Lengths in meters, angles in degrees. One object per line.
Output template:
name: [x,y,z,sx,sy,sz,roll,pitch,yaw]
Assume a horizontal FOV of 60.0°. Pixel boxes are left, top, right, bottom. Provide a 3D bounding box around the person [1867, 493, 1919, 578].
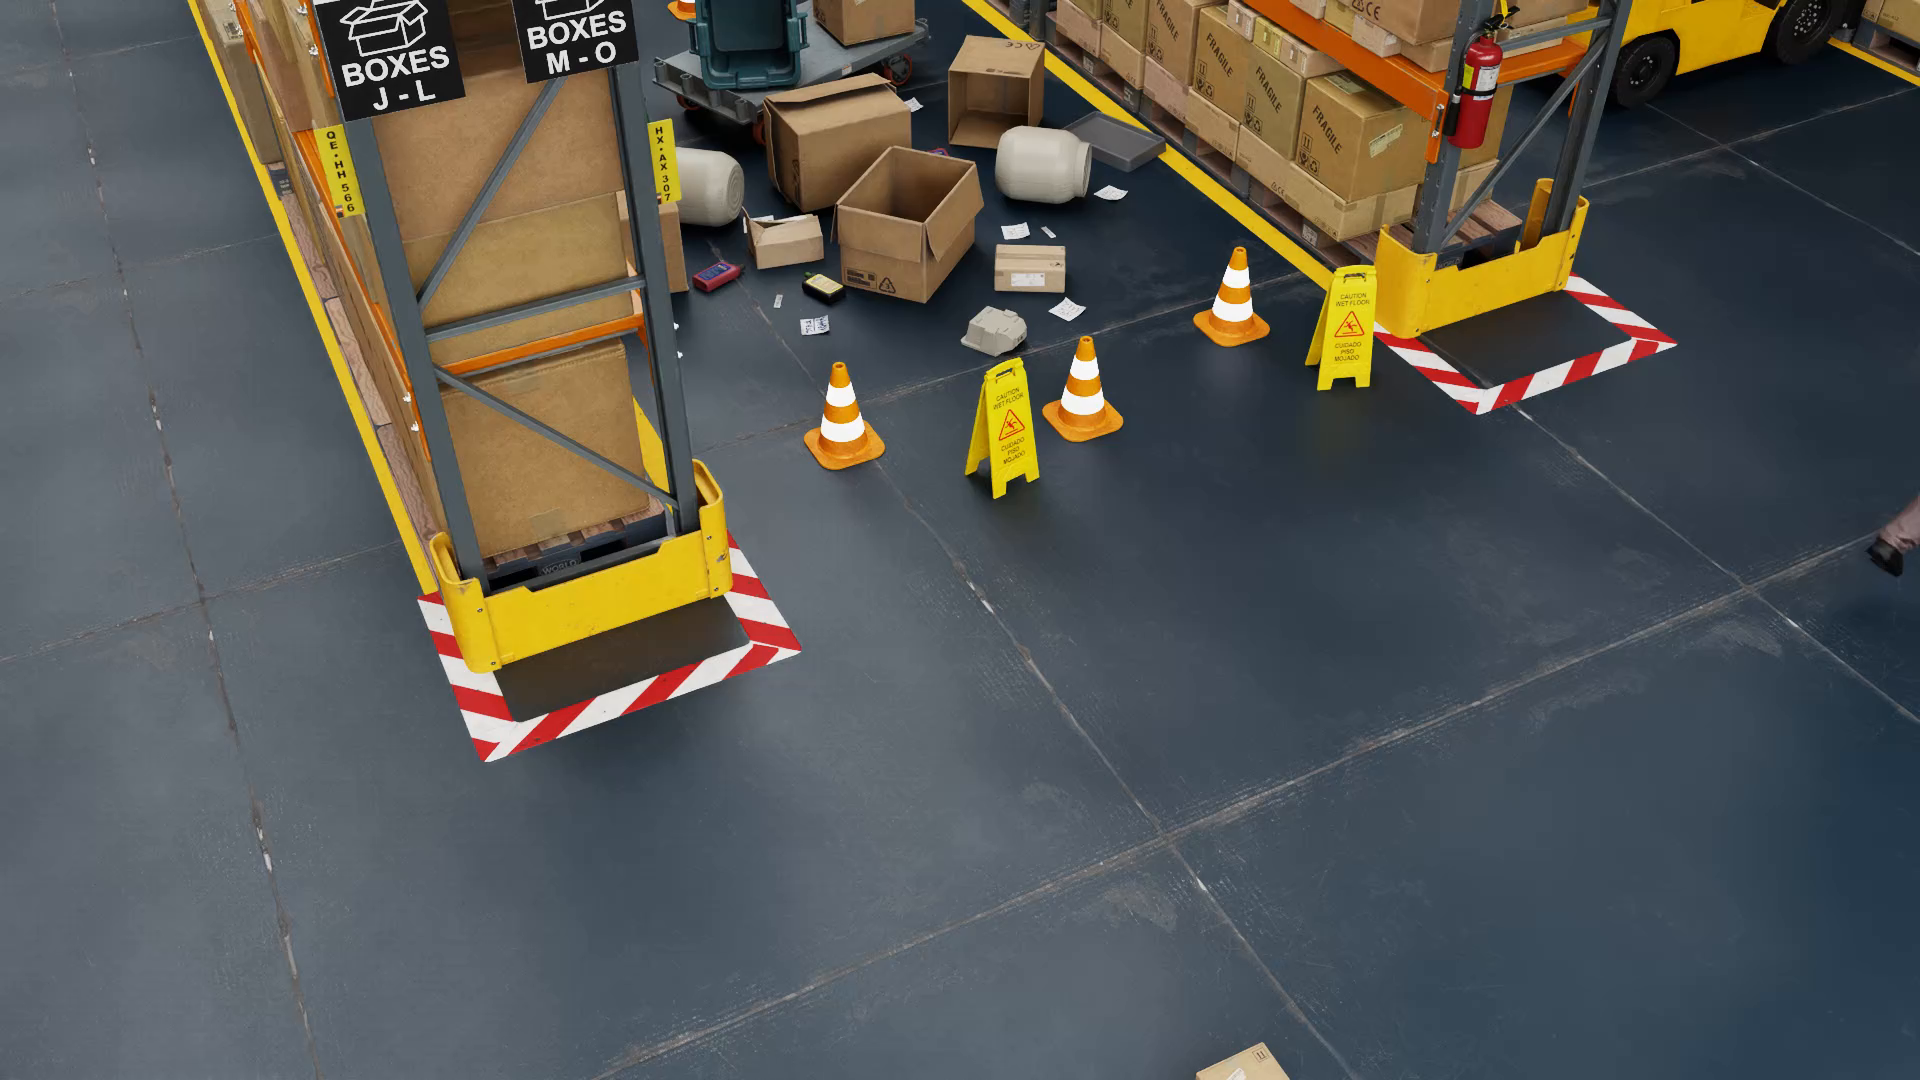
person: [4.230,-0.442,6.676,0.789,1.696,0.543,-18,44,-20]
